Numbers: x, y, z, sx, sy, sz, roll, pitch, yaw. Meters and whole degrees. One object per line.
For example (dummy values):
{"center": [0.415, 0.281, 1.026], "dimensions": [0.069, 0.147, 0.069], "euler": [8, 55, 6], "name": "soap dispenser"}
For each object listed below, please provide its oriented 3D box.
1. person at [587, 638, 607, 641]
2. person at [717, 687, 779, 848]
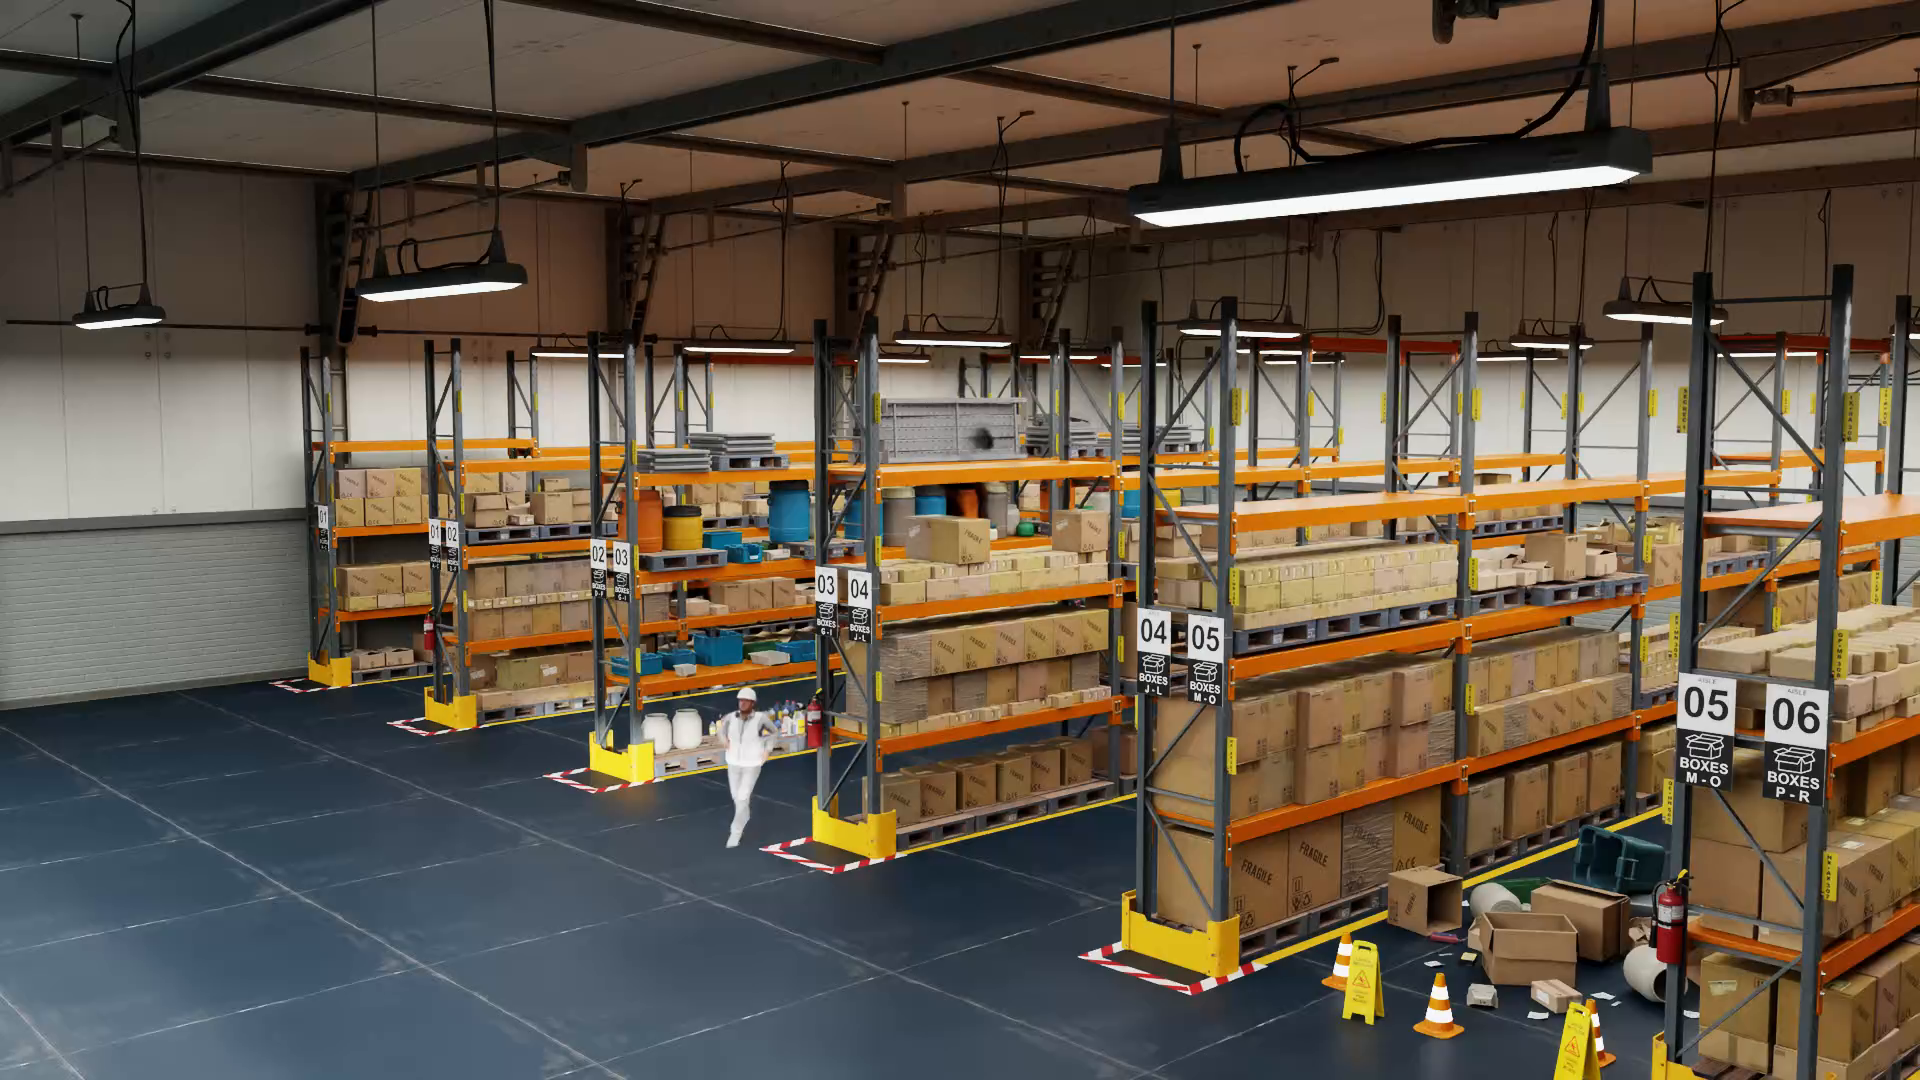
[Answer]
{"center": [-6.606, 1.582, 30.681], "dimensions": [0.679, 1.841, 0.801], "euler": [4, 6, 39], "name": "person"}
{"center": [-2.467, 2.600, 19.231], "dimensions": [0.681, 1.827, 0.799], "euler": [1, 5, 16], "name": "person"}
